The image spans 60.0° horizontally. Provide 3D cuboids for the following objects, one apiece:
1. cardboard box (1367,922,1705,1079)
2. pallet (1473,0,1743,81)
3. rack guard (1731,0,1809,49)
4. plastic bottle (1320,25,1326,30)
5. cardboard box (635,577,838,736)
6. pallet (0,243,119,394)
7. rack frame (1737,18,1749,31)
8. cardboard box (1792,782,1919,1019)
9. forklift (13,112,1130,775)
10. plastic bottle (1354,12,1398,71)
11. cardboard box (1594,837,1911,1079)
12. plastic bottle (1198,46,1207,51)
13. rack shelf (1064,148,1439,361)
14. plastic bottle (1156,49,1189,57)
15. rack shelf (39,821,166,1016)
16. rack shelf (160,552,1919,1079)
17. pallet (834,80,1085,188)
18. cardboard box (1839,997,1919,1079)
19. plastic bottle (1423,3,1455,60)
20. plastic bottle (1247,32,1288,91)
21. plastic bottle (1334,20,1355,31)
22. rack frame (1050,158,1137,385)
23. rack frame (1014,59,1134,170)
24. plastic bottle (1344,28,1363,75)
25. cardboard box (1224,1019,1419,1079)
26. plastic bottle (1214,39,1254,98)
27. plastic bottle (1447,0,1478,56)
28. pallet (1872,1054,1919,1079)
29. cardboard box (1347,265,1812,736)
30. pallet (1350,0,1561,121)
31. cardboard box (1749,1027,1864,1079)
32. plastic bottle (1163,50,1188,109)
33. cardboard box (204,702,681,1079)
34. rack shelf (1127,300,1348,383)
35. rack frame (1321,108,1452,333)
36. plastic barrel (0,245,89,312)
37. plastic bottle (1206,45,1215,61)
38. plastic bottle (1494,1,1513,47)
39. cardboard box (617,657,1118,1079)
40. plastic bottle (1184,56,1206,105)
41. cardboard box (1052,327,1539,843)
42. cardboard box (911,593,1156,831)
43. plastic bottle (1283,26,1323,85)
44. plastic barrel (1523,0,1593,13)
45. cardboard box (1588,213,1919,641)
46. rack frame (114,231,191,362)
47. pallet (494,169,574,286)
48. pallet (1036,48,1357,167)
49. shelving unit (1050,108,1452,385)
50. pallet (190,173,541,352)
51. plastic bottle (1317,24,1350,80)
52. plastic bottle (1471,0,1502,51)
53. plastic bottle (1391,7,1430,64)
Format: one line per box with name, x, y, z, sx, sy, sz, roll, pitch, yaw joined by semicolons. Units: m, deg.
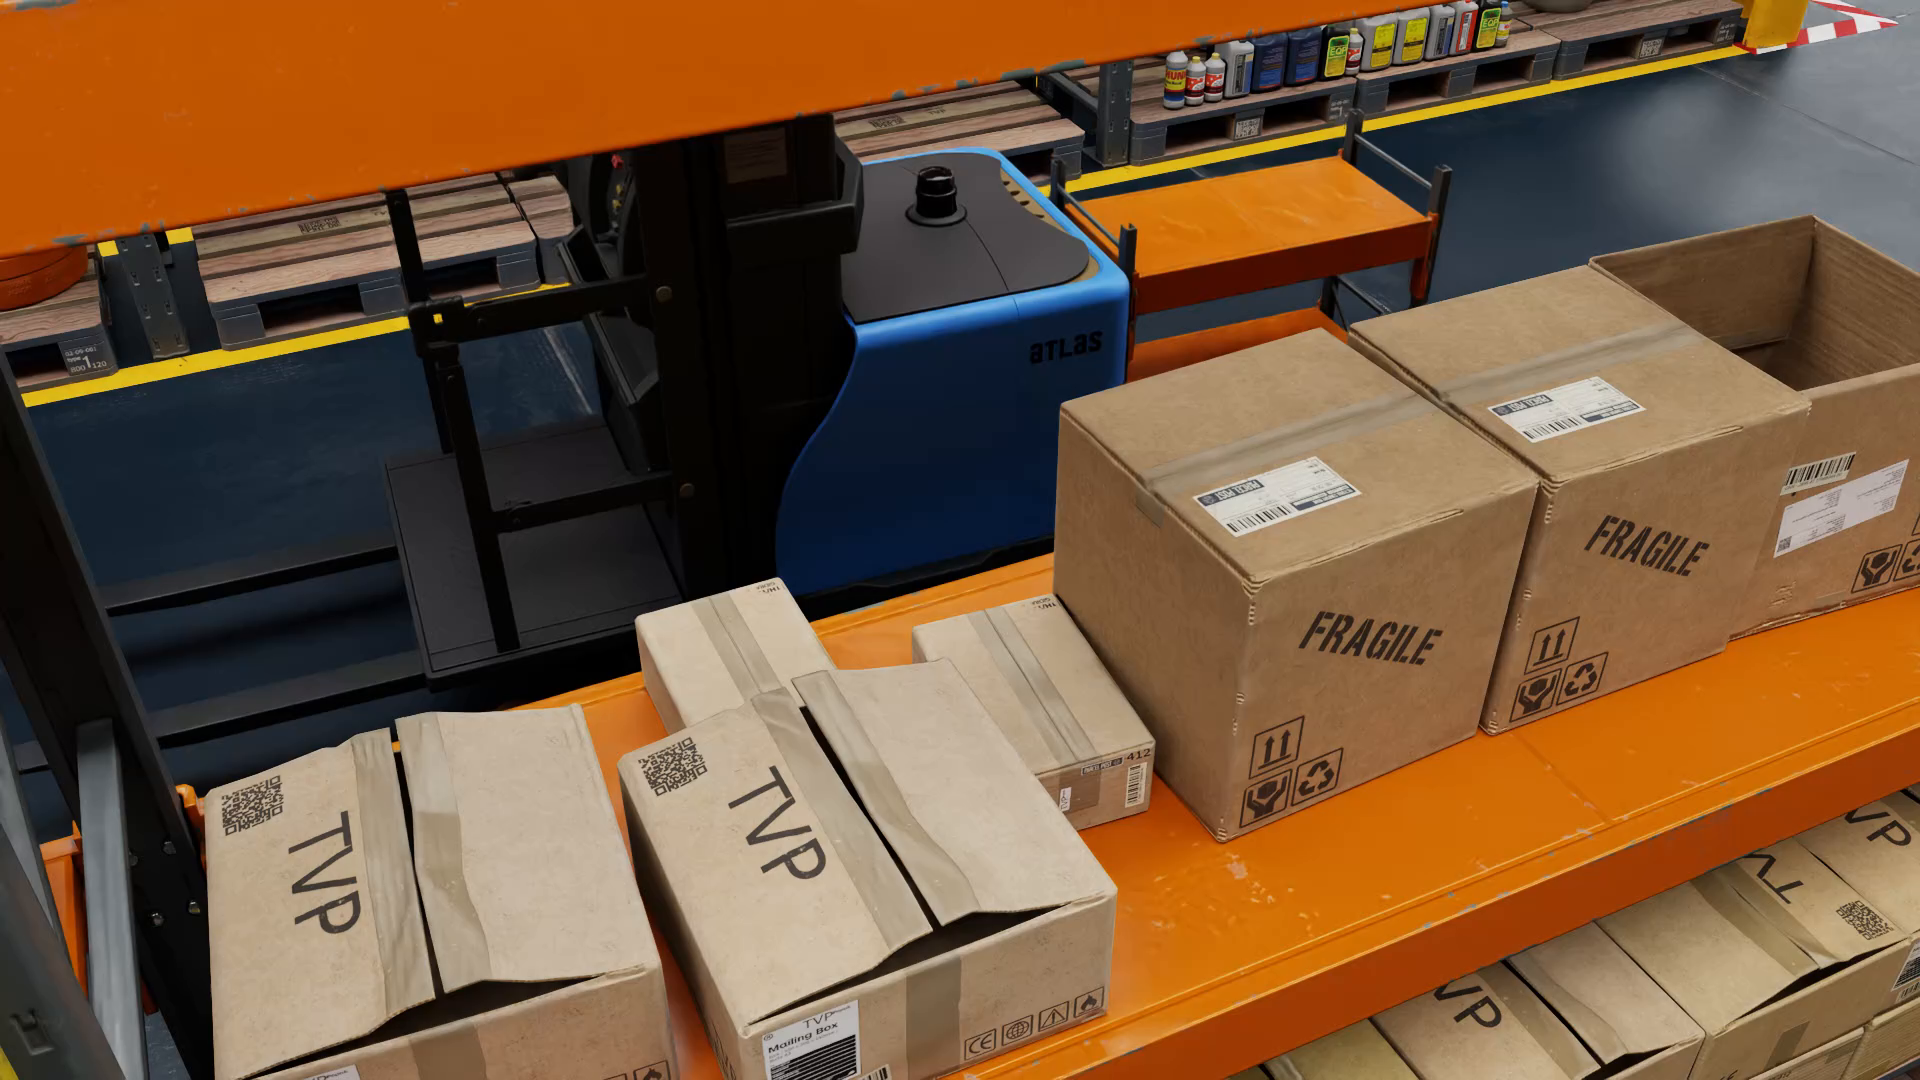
cardboard box;0.973;0.866;3.050;0.500;0.311;0.500;-16;39;-21
pallet;3.328;-2.805;8.854;1.213;0.211;1.003;-16;39;-20
rack guard;4.066;-3.123;9.041;0.348;0.500;1.175;-16;39;-20
plastic bottle;1.689;-2.326;7.789;0.097;0.271;0.097;0;37;0
cardboard box;-0.329;0.249;2.607;0.250;0.149;0.380;-16;39;-20
pallet;-3.823;-0.805;6.158;1.213;0.211;1.003;-16;39;-20
rack frame;4.115;-4.172;8.357;0.127;3.000;1.000;-16;39;-20
cardboard box;1.882;0.615;3.387;0.500;0.311;0.500;-15;39;-19
forklift;-1.101;-0.945;4.063;3.031;2.935;1.130;-14;39;-18
plastic bottle;1.956;-2.408;7.833;0.185;0.351;0.144;-16;39;-20
cardboard box;1.429;0.740;3.219;0.500;0.311;0.500;-16;39;-20
plastic bottle;1.214;-2.536;8.068;0.135;0.276;0.152;-16;39;-20
rack shelf;0.844;-0.873;4.992;1.000;0.278;0.538;-14;39;-18
plastic bottle;1.016;-2.513;7.974;0.185;0.351;0.144;-16;39;-20
rack shelf;-2.837;1.320;1.556;4.000;0.370;1.077;-16;39;-20
rack shelf;0.784;0.308;2.921;4.000;0.370;1.077;-16;39;-20
pallet;-0.201;-1.820;7.526;1.213;0.211;1.003;-16;39;-20
cardboard box;1.884;0.837;3.559;0.500;0.250;0.500;-16;40;-21
plastic bottle;2.273;-2.469;7.978;0.135;0.276;0.152;-17;40;-21
plastic bottle;1.401;-2.253;7.624;0.185;0.351;0.144;-15;39;-19
plastic bottle;1.871;-2.452;7.955;0.135;0.276;0.152;-16;39;-20
rack frame;0.373;-0.525;5.013;0.032;1.125;0.500;-14;39;-18
rack frame;0.494;-3.159;6.992;0.127;3.000;1.000;-16;39;-20
plastic bottle;1.838;-2.300;7.812;0.097;0.201;0.097;0;37;0
cardboard box;0.507;0.996;2.874;0.500;0.311;0.500;-17;40;-21
plastic bottle;1.249;-2.183;7.592;0.135;0.276;0.152;-14;39;-18
plastic bottle;2.399;-2.504;8.026;0.135;0.276;0.152;-15;39;-20
pallet;1.945;0.840;3.940;1.213;0.211;1.003;-16;39;-20
cardboard box;0.963;-0.082;2.758;0.500;0.500;0.500;-16;39;-20
pallet;2.225;-2.498;8.441;1.213;0.211;1.003;-16;39;-20
cardboard box;1.421;0.967;3.385;0.500;0.250;0.500;-15;39;-19
plastic bottle;0.968;-2.085;7.464;0.097;0.271;0.097;0;37;0
cardboard box;-0.678;0.492;2.143;0.500;0.311;0.500;-13;39;-17
rack shelf;0.844;-0.442;5.312;1.000;0.278;0.538;-14;39;-18
rack frame;1.315;-0.751;5.319;0.032;1.125;0.500;-14;39;-18
plastic barrel;-3.563;-1.311;5.969;0.708;0.830;0.600;-16;39;-20
plastic bottle;1.204;-2.243;7.667;0.133;0.283;0.061;-16;39;-20
plastic bottle;2.638;-2.523;8.114;0.097;0.201;0.097;0;37;0
cardboard box;-0.134;0.439;2.215;0.500;0.311;0.500;-16;39;-20
plastic bottle;1.060;-2.082;7.519;0.097;0.201;0.097;0;37;0
cardboard box;0.486;0.052;2.579;0.500;0.500;0.500;-18;40;-22
cardboard box;0.104;0.273;2.575;0.250;0.149;0.380;-13;38;-17
plastic bottle;1.572;-2.301;7.688;0.185;0.351;0.144;-17;40;-22
plastic barrel;3.098;-3.007;8.522;0.421;0.512;0.421;0;37;0
cardboard box;1.416;-0.209;2.929;0.500;0.500;0.500;-13;38;-17
rack frame;-3.127;-2.147;5.627;0.127;3.000;1.000;-16;39;-20
pallet;-1.307;-1.509;7.107;1.213;0.211;1.003;-16;39;-20
pallet;1.119;-2.187;8.021;1.213;0.211;1.003;-16;39;-20
shelving unit;0.844;-0.638;5.166;1.048;1.125;0.538;-14;39;-18
pallet;-2.409;-1.202;6.694;1.213;0.211;1.003;-16;39;-20
plastic bottle;1.739;-2.293;7.734;0.133;0.283;0.061;-14;39;-18
plastic bottle;2.540;-2.517;8.036;0.133;0.283;0.061;-15;39;-19
plastic bottle;2.125;-2.455;7.897;0.185;0.351;0.144;-14;39;-18
